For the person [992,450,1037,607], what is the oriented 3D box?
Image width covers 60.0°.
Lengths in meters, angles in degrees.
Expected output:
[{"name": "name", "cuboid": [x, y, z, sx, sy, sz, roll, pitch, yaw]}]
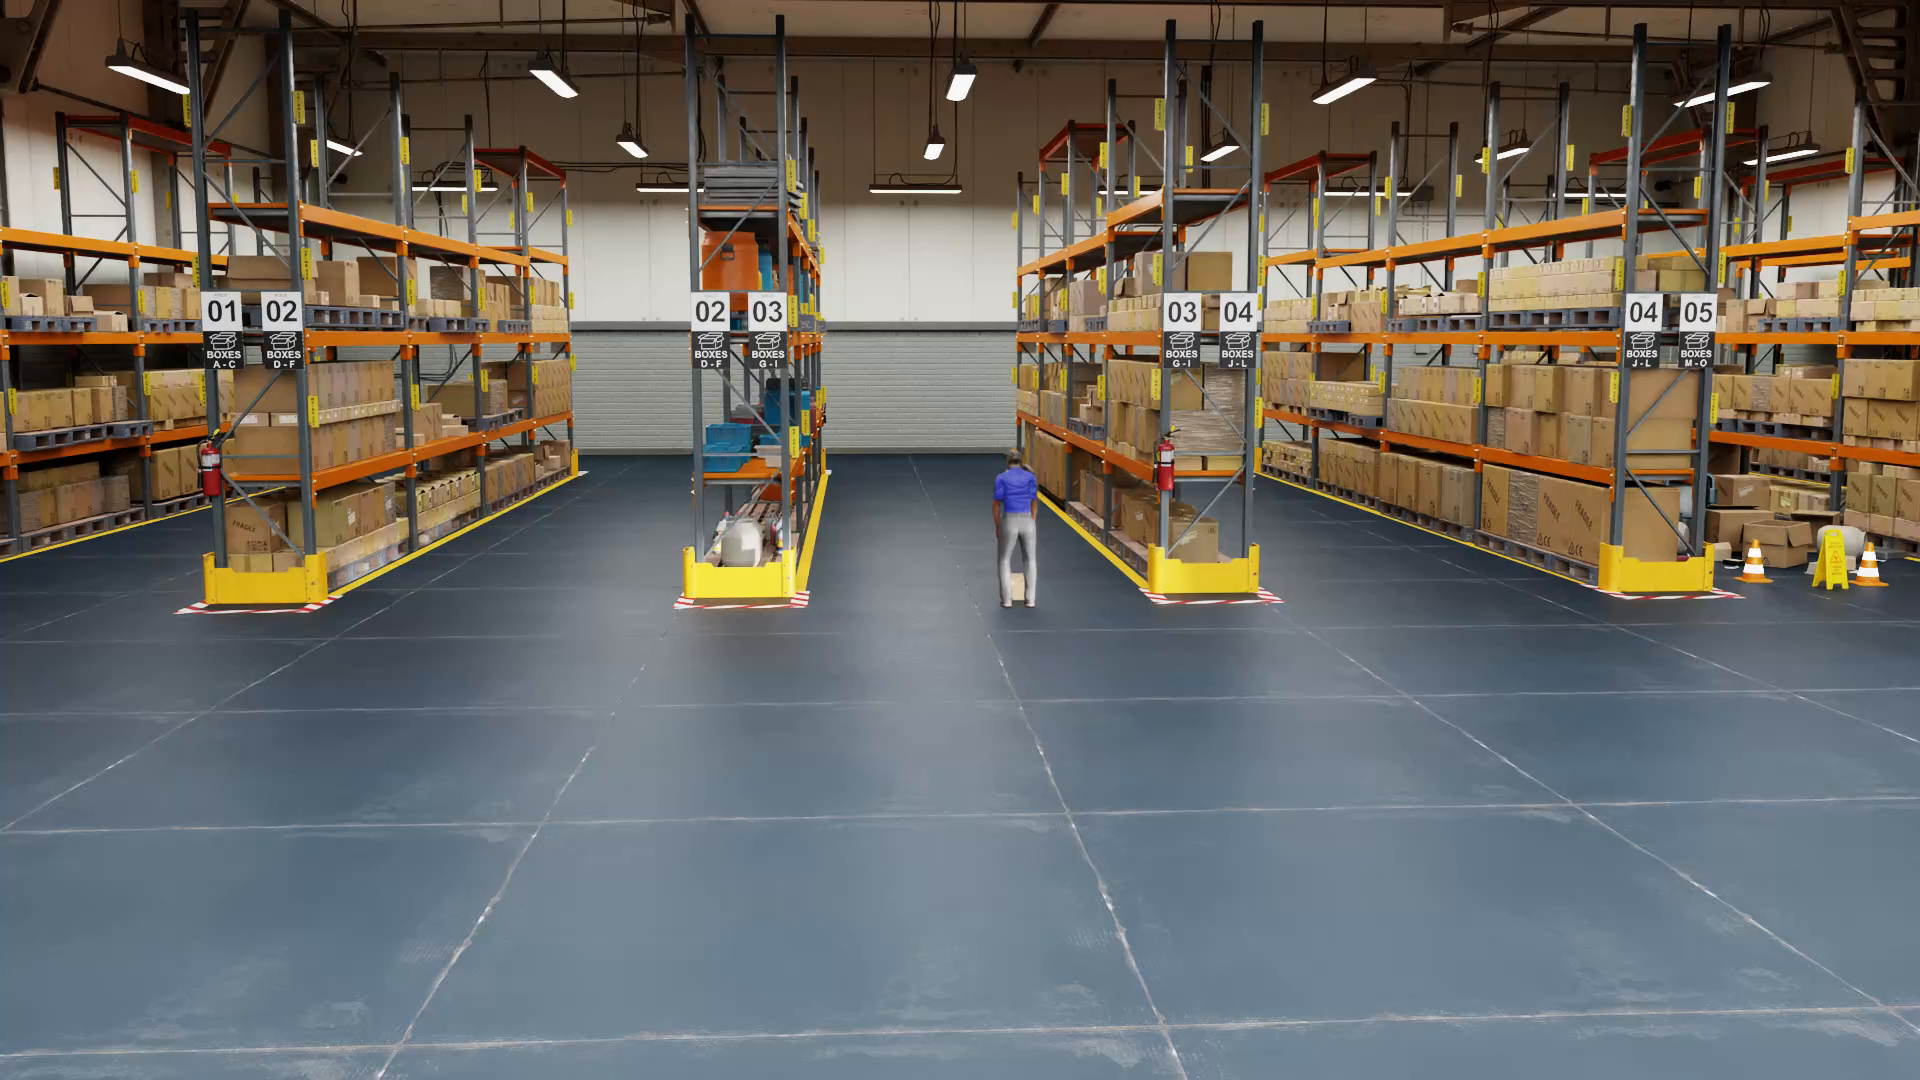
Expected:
[{"name": "person", "cuboid": [0.559, -0.109, 16.959, 0.461, 1.599, 0.393, 0, 7, -2]}]
